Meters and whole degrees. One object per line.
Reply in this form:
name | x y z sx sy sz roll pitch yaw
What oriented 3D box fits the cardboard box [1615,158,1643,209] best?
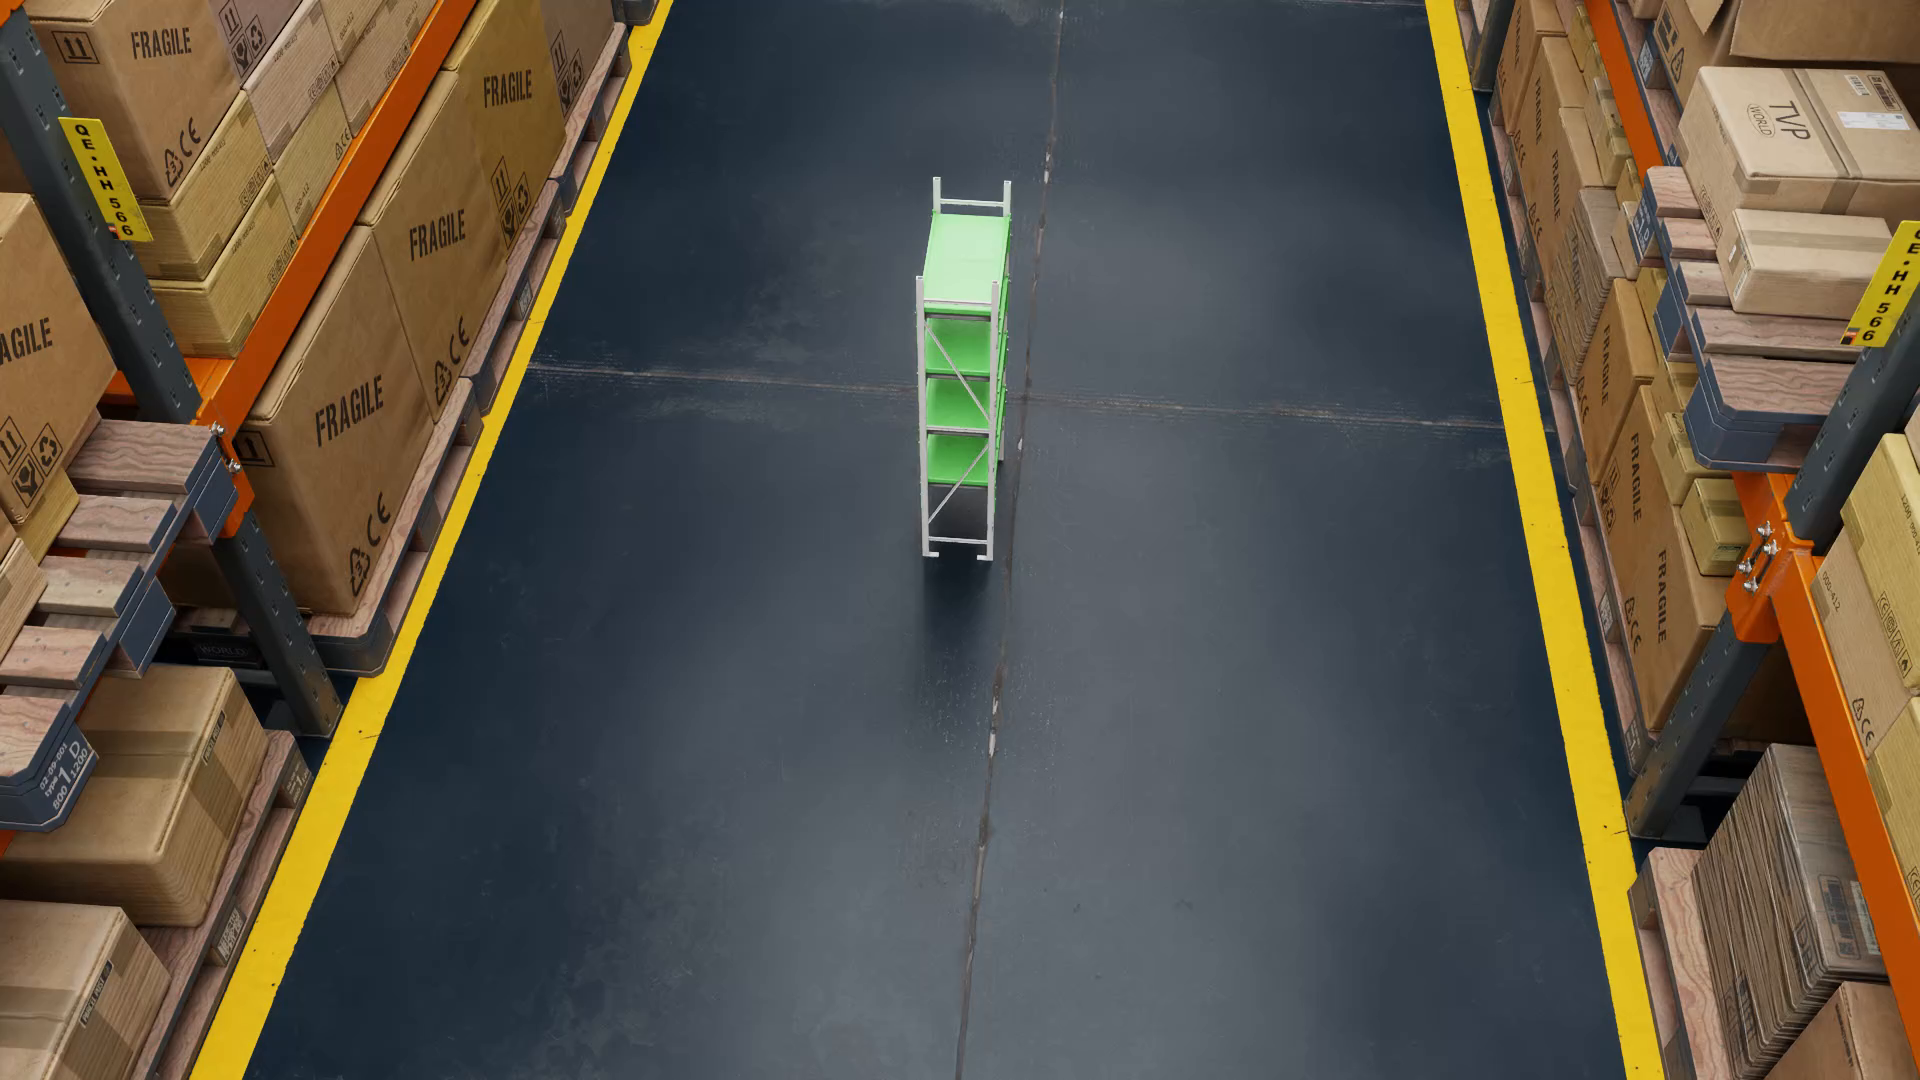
cardboard box | 2.506 -1.183 5.769 0.380 0.149 0.250 4 48 4

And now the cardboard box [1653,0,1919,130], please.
cardboard box | 2.456 -1.525 4.757 0.797 0.503 0.637 3 48 3

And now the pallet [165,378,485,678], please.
pallet | -2.305 -0.101 5.699 1.003 0.211 1.213 4 48 4

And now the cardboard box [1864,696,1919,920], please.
cardboard box | 2.157 0.593 3.276 0.500 0.250 0.500 3 48 3

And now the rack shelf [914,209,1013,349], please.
rack shelf | 0.015 -0.807 5.111 0.258 0.148 0.480 4 48 4

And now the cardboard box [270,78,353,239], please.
cardboard box | -2.127 -1.138 4.860 0.500 0.250 0.500 3 48 2

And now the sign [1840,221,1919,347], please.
sign | 1.950 -0.530 3.471 0.100 0.325 0.005 4 48 4

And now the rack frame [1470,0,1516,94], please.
rack frame | 2.856 -3.076 6.530 1.000 3.000 0.127 4 48 4

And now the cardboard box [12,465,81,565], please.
cardboard box | -2.200 -0.066 3.663 0.380 0.149 0.250 5 48 4

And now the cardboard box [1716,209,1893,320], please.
cardboard box | 2.169 -0.702 4.245 0.380 0.149 0.250 5 48 4

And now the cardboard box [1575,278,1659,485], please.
cardboard box | 2.417 -0.511 5.594 0.500 0.500 0.500 6 48 5

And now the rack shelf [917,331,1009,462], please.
rack shelf | 0.015 -0.483 5.466 0.258 0.148 0.480 4 48 4

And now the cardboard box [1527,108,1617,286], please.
cardboard box | 2.499 -1.275 6.293 0.500 0.500 0.500 3 48 2

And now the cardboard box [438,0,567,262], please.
cardboard box | -2.139 -1.706 6.433 0.875 0.875 0.875 5 48 5

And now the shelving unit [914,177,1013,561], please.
shelving unit | 0.015 -0.527 5.419 0.258 1.200 0.503 4 48 4

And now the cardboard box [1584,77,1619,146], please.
cardboard box | 2.527 -1.566 6.119 0.380 0.149 0.250 4 48 3

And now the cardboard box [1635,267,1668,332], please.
cardboard box | 2.438 -0.801 5.419 0.380 0.149 0.250 3 48 3

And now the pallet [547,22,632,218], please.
pallet | -2.082 -1.894 7.339 1.003 0.211 1.213 4 48 4

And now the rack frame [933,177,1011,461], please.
rack frame | 0.037 -0.706 5.583 0.240 1.200 0.015 4 48 4

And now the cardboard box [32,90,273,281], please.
cardboard box | -2.160 -0.941 4.341 0.500 0.250 0.500 4 48 3

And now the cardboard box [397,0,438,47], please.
cardboard box | -2.032 -1.886 5.544 0.500 0.250 0.500 4 48 4

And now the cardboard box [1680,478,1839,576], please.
cardboard box | 2.284 -0.033 4.718 0.380 0.149 0.250 2 48 2

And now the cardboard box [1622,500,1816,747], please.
cardboard box | 2.316 0.240 4.907 0.500 0.500 0.500 5 48 5

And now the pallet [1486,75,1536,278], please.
pallet | 2.820 -1.534 7.010 1.003 0.211 1.213 4 48 4

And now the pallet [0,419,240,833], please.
pallet | -2.411 0.128 3.730 1.213 0.211 1.003 4 48 4

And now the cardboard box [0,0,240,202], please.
cardboard box | -2.163 -1.185 4.055 0.500 0.500 0.500 2 48 2

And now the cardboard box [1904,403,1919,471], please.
cardboard box | 2.169 -0.175 3.370 0.380 0.149 0.250 5 48 5

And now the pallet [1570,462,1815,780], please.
pallet | 2.597 0.259 5.370 1.003 0.211 1.213 4 48 4

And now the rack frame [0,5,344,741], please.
rack frame | -2.452 -0.467 4.145 1.000 3.000 0.127 4 48 4

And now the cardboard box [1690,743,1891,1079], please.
cardboard box | 2.421 0.981 4.145 0.875 0.625 0.625 5 48 5

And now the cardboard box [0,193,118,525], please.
cardboard box | -2.216 -0.391 3.521 0.500 0.500 0.500 3 48 2

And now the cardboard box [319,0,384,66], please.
cardboard box | -2.054 -1.686 5.023 0.500 0.250 0.500 4 48 3

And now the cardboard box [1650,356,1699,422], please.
cardboard box | 2.346 -0.427 5.077 0.380 0.149 0.250 2 48 2

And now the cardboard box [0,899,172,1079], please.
cardboard box | -2.572 1.235 4.084 0.950 0.372 0.625 3 48 3

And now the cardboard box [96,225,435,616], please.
cardboard box | -2.306 -0.394 5.233 0.875 0.875 0.875 3 48 3

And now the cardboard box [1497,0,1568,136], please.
cardboard box | 2.588 -2.034 6.987 0.500 0.500 0.500 6 48 5

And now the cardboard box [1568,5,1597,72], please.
cardboard box | 2.598 -1.949 6.470 0.380 0.149 0.250 2 48 2

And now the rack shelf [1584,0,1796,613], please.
rack shelf | 2.674 -1.363 5.452 1.077 0.370 4.000 4 48 4

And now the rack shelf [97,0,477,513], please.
rack shelf | -2.269 -1.694 5.754 1.077 0.370 4.000 4 48 4

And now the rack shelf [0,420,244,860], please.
rack shelf | -2.634 1.245 3.066 1.077 0.370 4.000 4 48 4

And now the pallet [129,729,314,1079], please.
pallet | -2.524 1.048 4.649 1.003 0.211 1.213 4 48 4
